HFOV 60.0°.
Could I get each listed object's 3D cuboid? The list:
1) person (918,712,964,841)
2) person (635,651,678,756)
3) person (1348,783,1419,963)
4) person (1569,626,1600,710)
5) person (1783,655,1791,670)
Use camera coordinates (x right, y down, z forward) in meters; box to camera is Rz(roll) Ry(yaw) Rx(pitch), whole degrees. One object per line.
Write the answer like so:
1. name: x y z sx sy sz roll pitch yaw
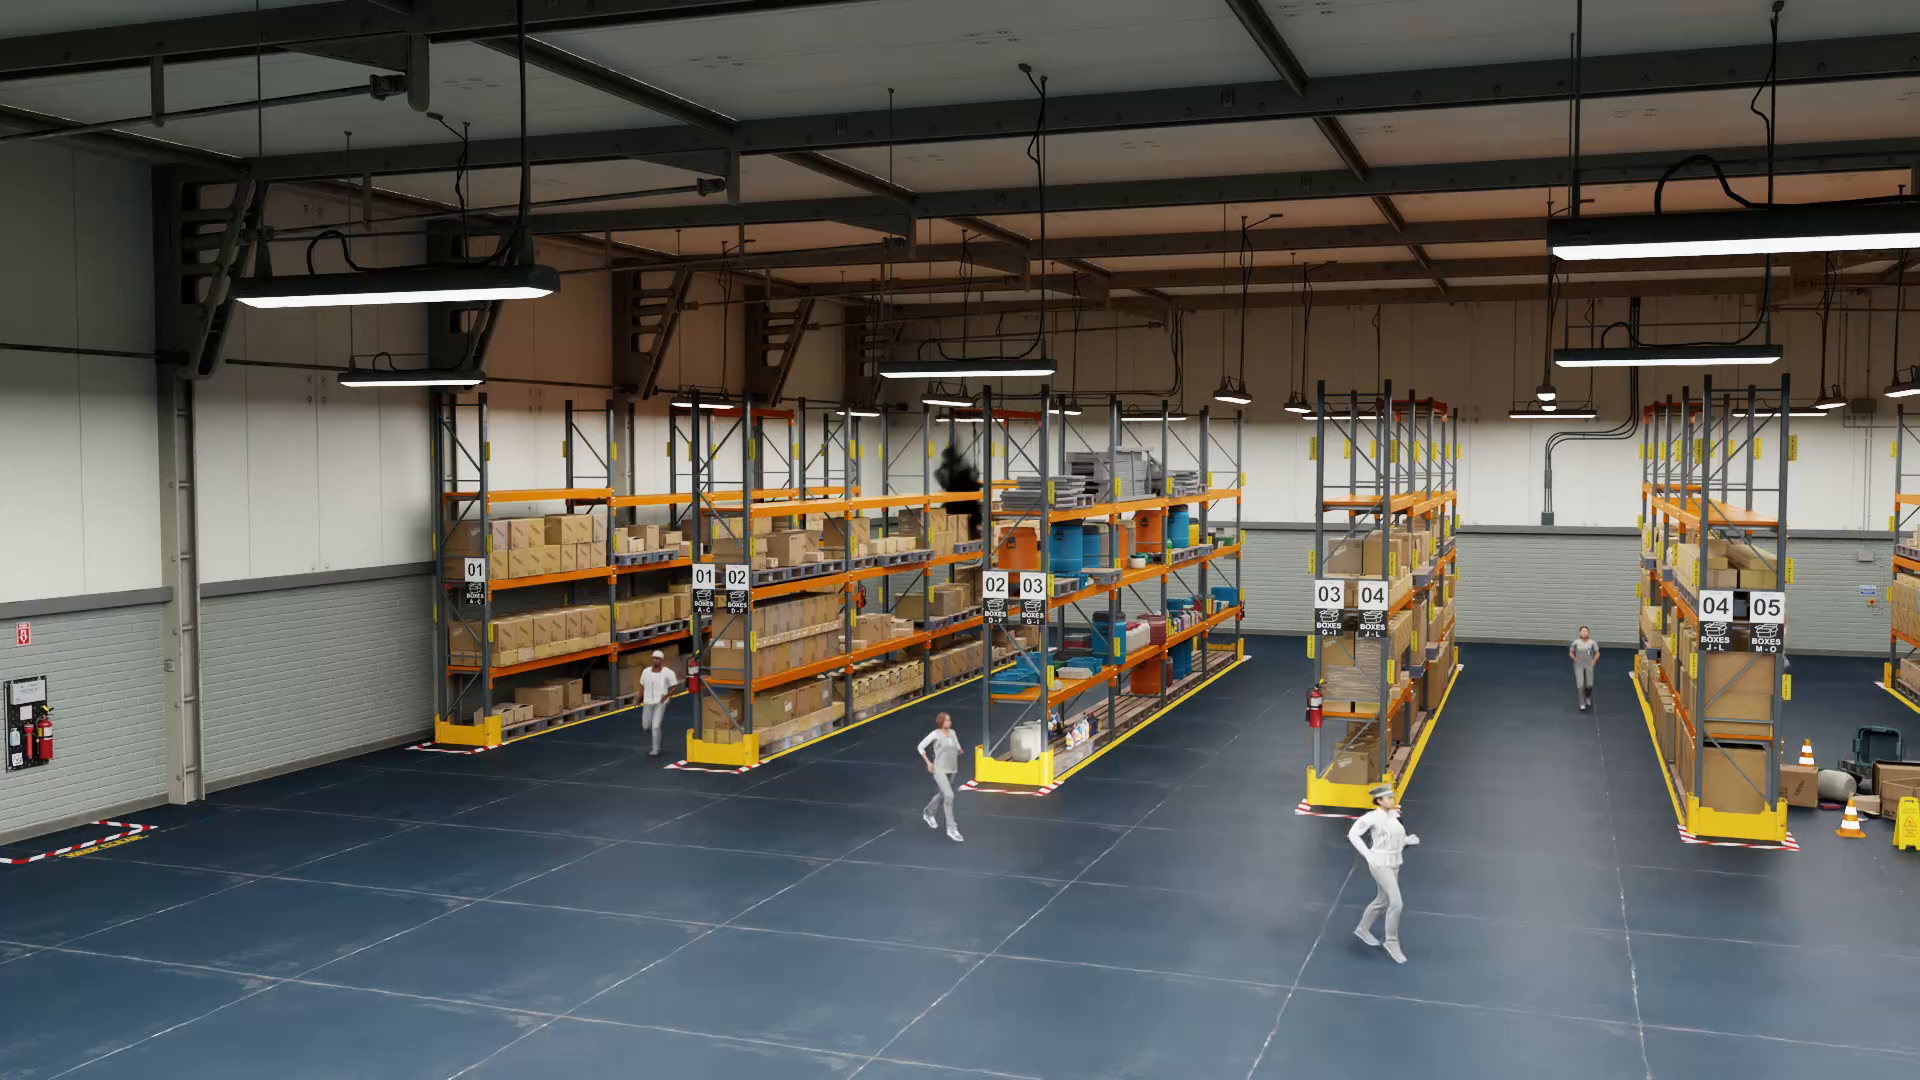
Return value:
1. person: -0.221 3.034 21.584 0.820 1.620 0.524 3 4 44
2. person: -5.012 2.679 27.465 0.689 1.706 0.605 1 3 11
3. person: 4.214 3.275 16.515 0.593 1.752 0.709 -3 4 -45
4. person: 12.069 2.520 32.164 0.560 1.530 0.578 1 3 20
5. person: 18.095 2.093 37.238 0.964 1.800 0.659 1 3 20
